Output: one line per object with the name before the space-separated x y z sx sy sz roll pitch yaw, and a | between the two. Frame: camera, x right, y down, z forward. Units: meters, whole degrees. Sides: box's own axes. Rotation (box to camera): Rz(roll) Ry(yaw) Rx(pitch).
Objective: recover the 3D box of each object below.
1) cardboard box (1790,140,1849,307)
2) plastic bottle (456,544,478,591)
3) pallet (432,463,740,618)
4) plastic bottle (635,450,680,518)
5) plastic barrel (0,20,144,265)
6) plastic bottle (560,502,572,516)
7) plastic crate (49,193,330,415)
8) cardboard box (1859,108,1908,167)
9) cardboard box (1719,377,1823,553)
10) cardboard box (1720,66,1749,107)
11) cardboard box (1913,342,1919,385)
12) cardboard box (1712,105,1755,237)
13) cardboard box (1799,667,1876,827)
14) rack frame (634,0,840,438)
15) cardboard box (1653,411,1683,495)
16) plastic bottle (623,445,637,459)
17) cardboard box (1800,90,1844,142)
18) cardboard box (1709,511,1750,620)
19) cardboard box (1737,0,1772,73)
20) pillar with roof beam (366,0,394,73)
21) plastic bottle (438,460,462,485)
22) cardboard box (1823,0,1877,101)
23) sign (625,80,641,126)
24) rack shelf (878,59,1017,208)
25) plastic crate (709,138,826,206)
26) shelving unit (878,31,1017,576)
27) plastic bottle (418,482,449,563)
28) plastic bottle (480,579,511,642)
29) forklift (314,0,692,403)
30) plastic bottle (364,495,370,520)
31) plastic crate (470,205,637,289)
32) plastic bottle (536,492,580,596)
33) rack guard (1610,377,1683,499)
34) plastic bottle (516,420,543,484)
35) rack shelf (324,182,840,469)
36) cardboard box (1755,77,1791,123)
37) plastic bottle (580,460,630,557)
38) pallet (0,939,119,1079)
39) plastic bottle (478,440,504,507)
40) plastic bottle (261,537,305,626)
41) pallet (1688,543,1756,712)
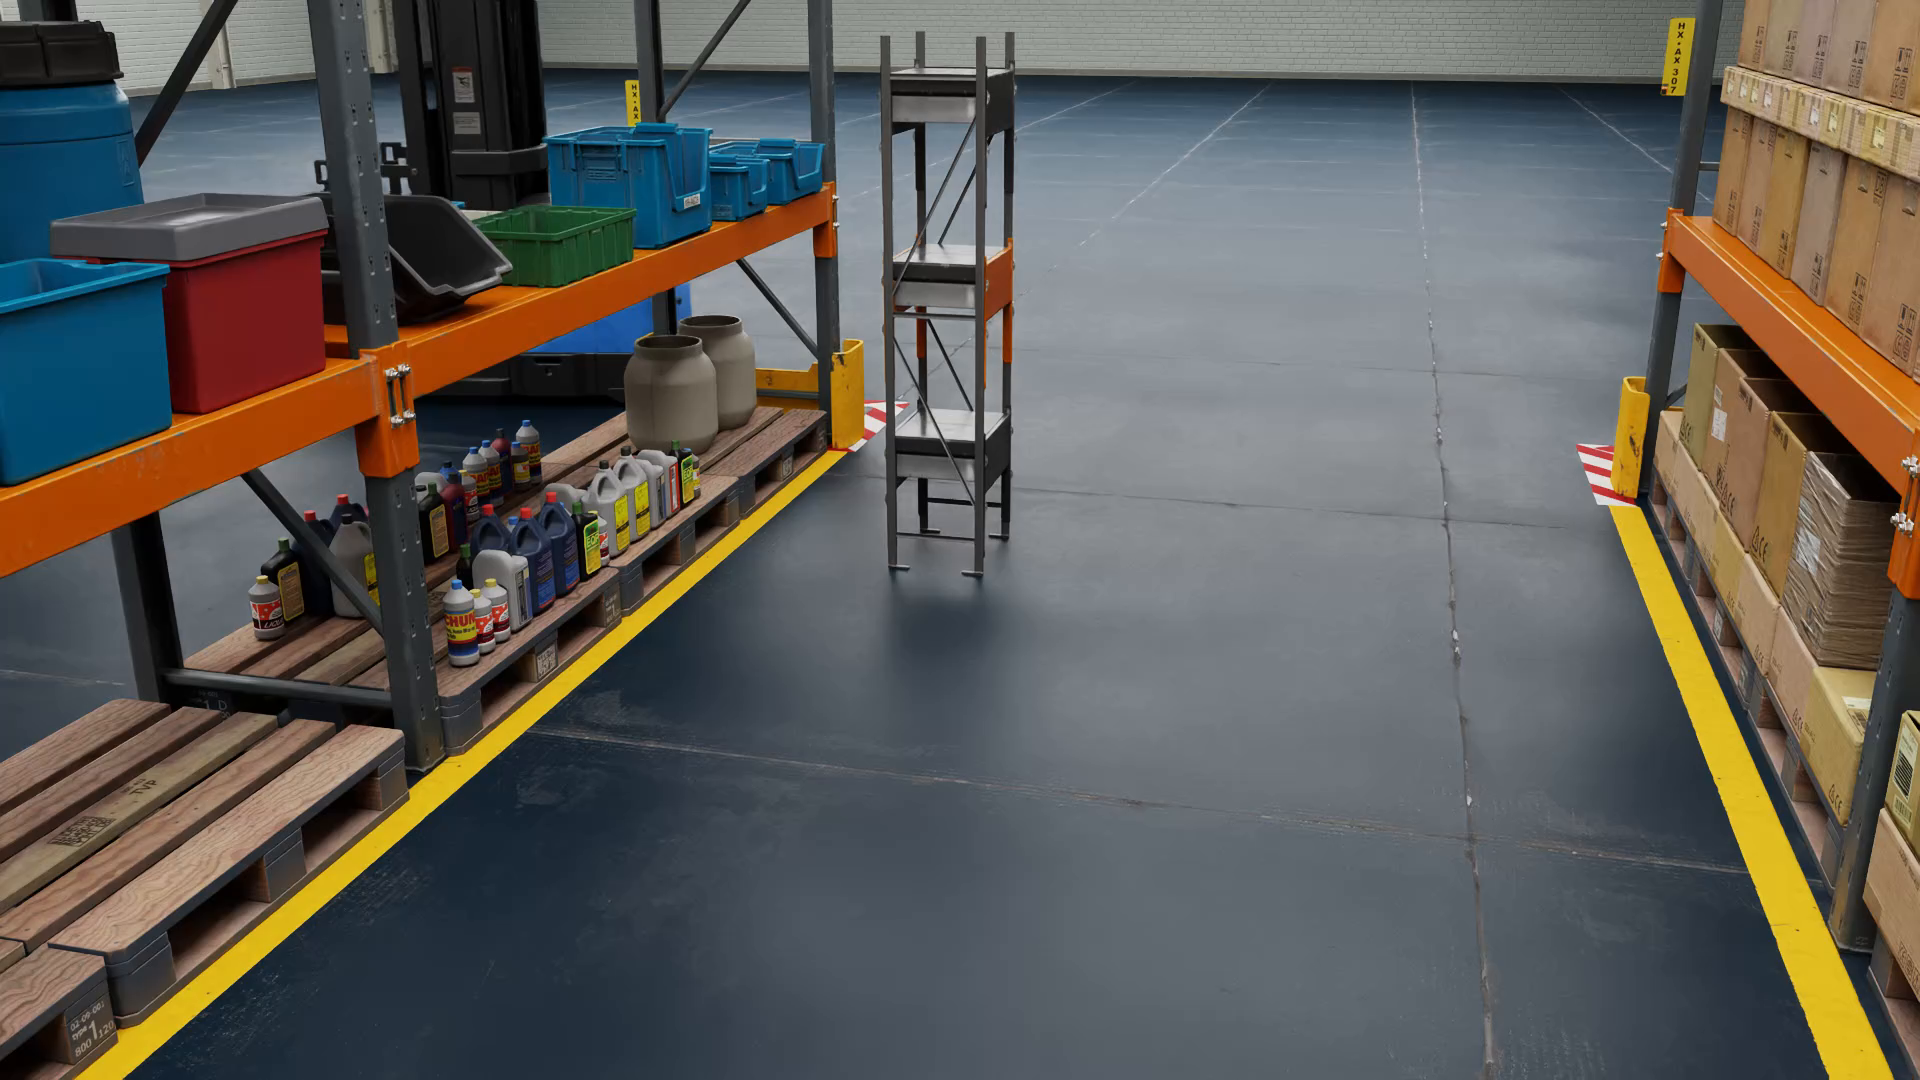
cardboard box | 3.174 -1.036 5.426 0.700 0.500 0.500 5 20 15
plastic bottle | -1.652 0.142 5.654 0.061 0.283 0.133 5 19 13
pallet | -1.603 -0.030 6.948 1.003 0.211 1.213 5 19 13
plastic bottle | -1.238 -0.244 6.796 0.152 0.276 0.135 5 19 14
plastic barrel | -2.492 -0.899 4.402 0.600 0.901 0.708 5 19 13
plastic bottle | -1.458 -0.004 6.099 0.097 0.271 0.097 0 19 0
plastic crate | -1.925 -0.613 4.242 0.402 0.464 0.583 5 19 13
cardboard box | 2.808 -1.141 4.730 0.380 0.149 0.250 5 19 13
cardboard box | 2.960 -0.252 5.728 0.500 0.500 0.500 5 19 13
cardboard box | 3.371 -1.868 6.858 0.380 0.149 0.250 5 19 13
cardboard box | 2.801 -0.553 4.011 0.700 0.500 0.500 4 19 12
cardboard box | 3.549 -1.522 6.848 0.700 0.500 0.500 5 19 13
cardboard box | 2.600 0.574 4.471 0.500 0.250 0.500 5 19 13
rack frame | -1.126 -2.012 8.438 1.000 3.000 0.127 5 19 13
cardboard box | 3.329 -0.367 7.225 0.500 0.250 0.500 5 19 13
plastic bottle | -1.342 -0.256 6.818 0.061 0.283 0.133 5 19 13
cardboard box | 2.995 -1.386 5.448 0.380 0.149 0.250 5 19 14
cardboard box | 2.961 0.103 5.849 0.500 0.250 0.500 5 19 13
cardboard box | 3.537 -2.119 6.589 0.700 0.500 0.500 5 19 14
pillar with roof beam | -9.893 -15.332 38.152 9.100 9.000 0.400 5 19 13
plastic bottle | -2.029 -0.183 6.624 0.097 0.271 0.097 0 19 0
cardboard box | 3.169 -1.639 5.183 0.700 0.500 0.500 5 19 13
sign | -1.659 -2.188 8.524 0.100 0.325 0.005 5 19 13
rack shelf | -0.040 -1.591 6.474 0.431 0.518 0.480 5 19 13
plastic crate | -0.958 -1.761 7.934 0.499 0.251 0.616 5 19 13
shelving unit | -0.040 -0.942 6.696 0.431 2.100 0.503 5 19 13
plastic bottle | -1.994 -0.067 6.265 0.061 0.283 0.133 5 19 13
plastic bottle | -1.551 0.229 5.526 0.097 0.201 0.097 0 19 0
forklift | -3.152 -2.314 9.427 3.031 2.935 1.130 1 19 2
plastic bottle | -2.180 -0.020 6.128 0.061 0.283 0.133 6 20 17
plastic crate | -1.498 -1.061 5.982 0.450 0.188 0.662 5 19 13
plastic bottle | -1.458 0.008 5.942 0.144 0.351 0.185 4 19 11
rack guard | 3.682 -0.444 7.715 1.175 0.500 0.348 5 19 13
plastic bottle | -1.872 -0.386 7.216 0.097 0.271 0.097 0 19 0
rack shelf | -1.615 -1.045 6.719 1.077 0.370 4.000 5 19 13
cardboard box | 3.183 -1.628 6.155 0.380 0.149 0.250 4 19 13
plastic bottle | -1.354 -0.126 6.333 0.144 0.351 0.185 5 19 13
pallet | -2.554 1.194 3.366 1.003 0.211 1.213 5 19 13
plastic bottle | -1.955 -0.278 6.902 0.097 0.271 0.097 0 19 0
plastic bottle | -2.306 0.142 5.653 0.061 0.283 0.133 6 20 16
pallet | 3.230 0.324 5.913 1.003 0.211 1.213 5 19 13
